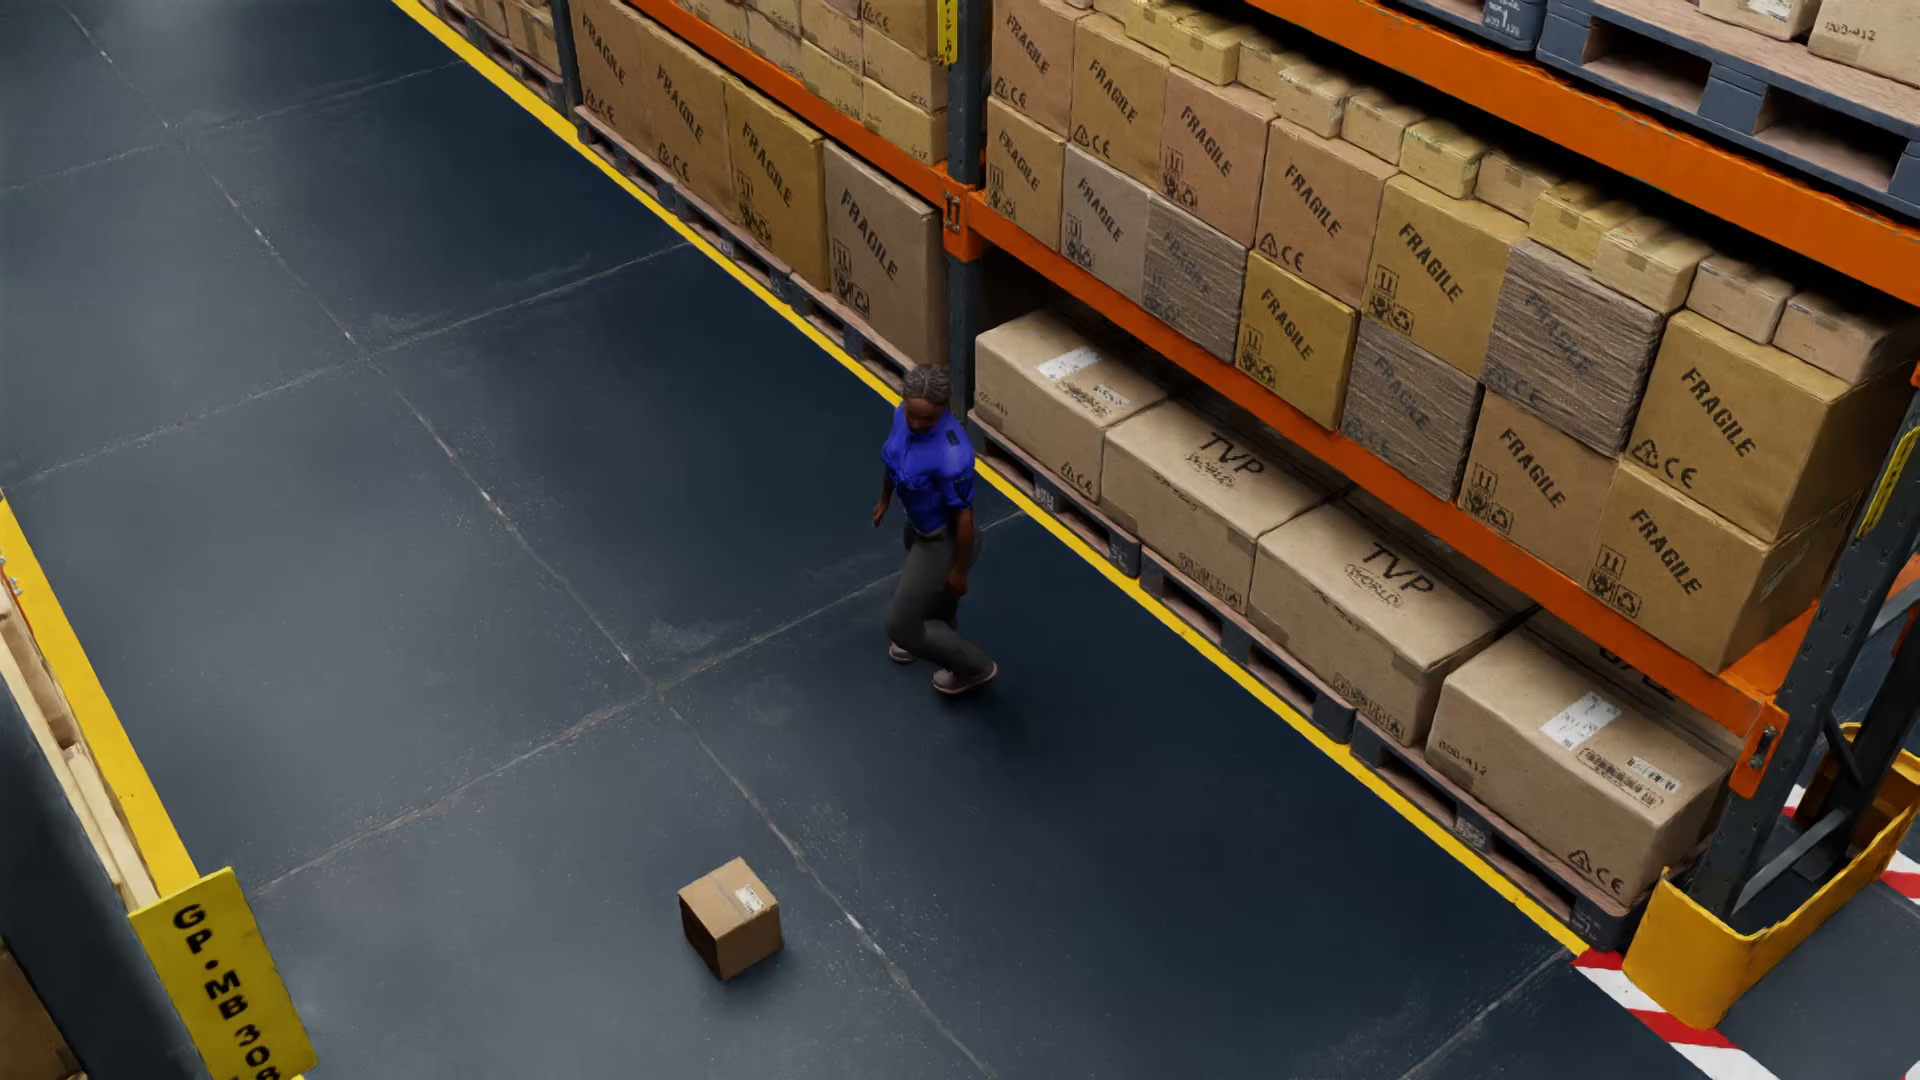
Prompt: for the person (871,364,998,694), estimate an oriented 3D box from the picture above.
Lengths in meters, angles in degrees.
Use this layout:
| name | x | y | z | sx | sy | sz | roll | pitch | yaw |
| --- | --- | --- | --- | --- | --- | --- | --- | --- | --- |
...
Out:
| name | x | y | z | sx | sy | sz | roll | pitch | yaw |
| --- | --- | --- | --- | --- | --- | --- | --- | --- | --- |
| person | -0.112 | -0.035 | 6.214 | 0.445 | 1.632 | 0.554 | -12 | 42 | -14 |
